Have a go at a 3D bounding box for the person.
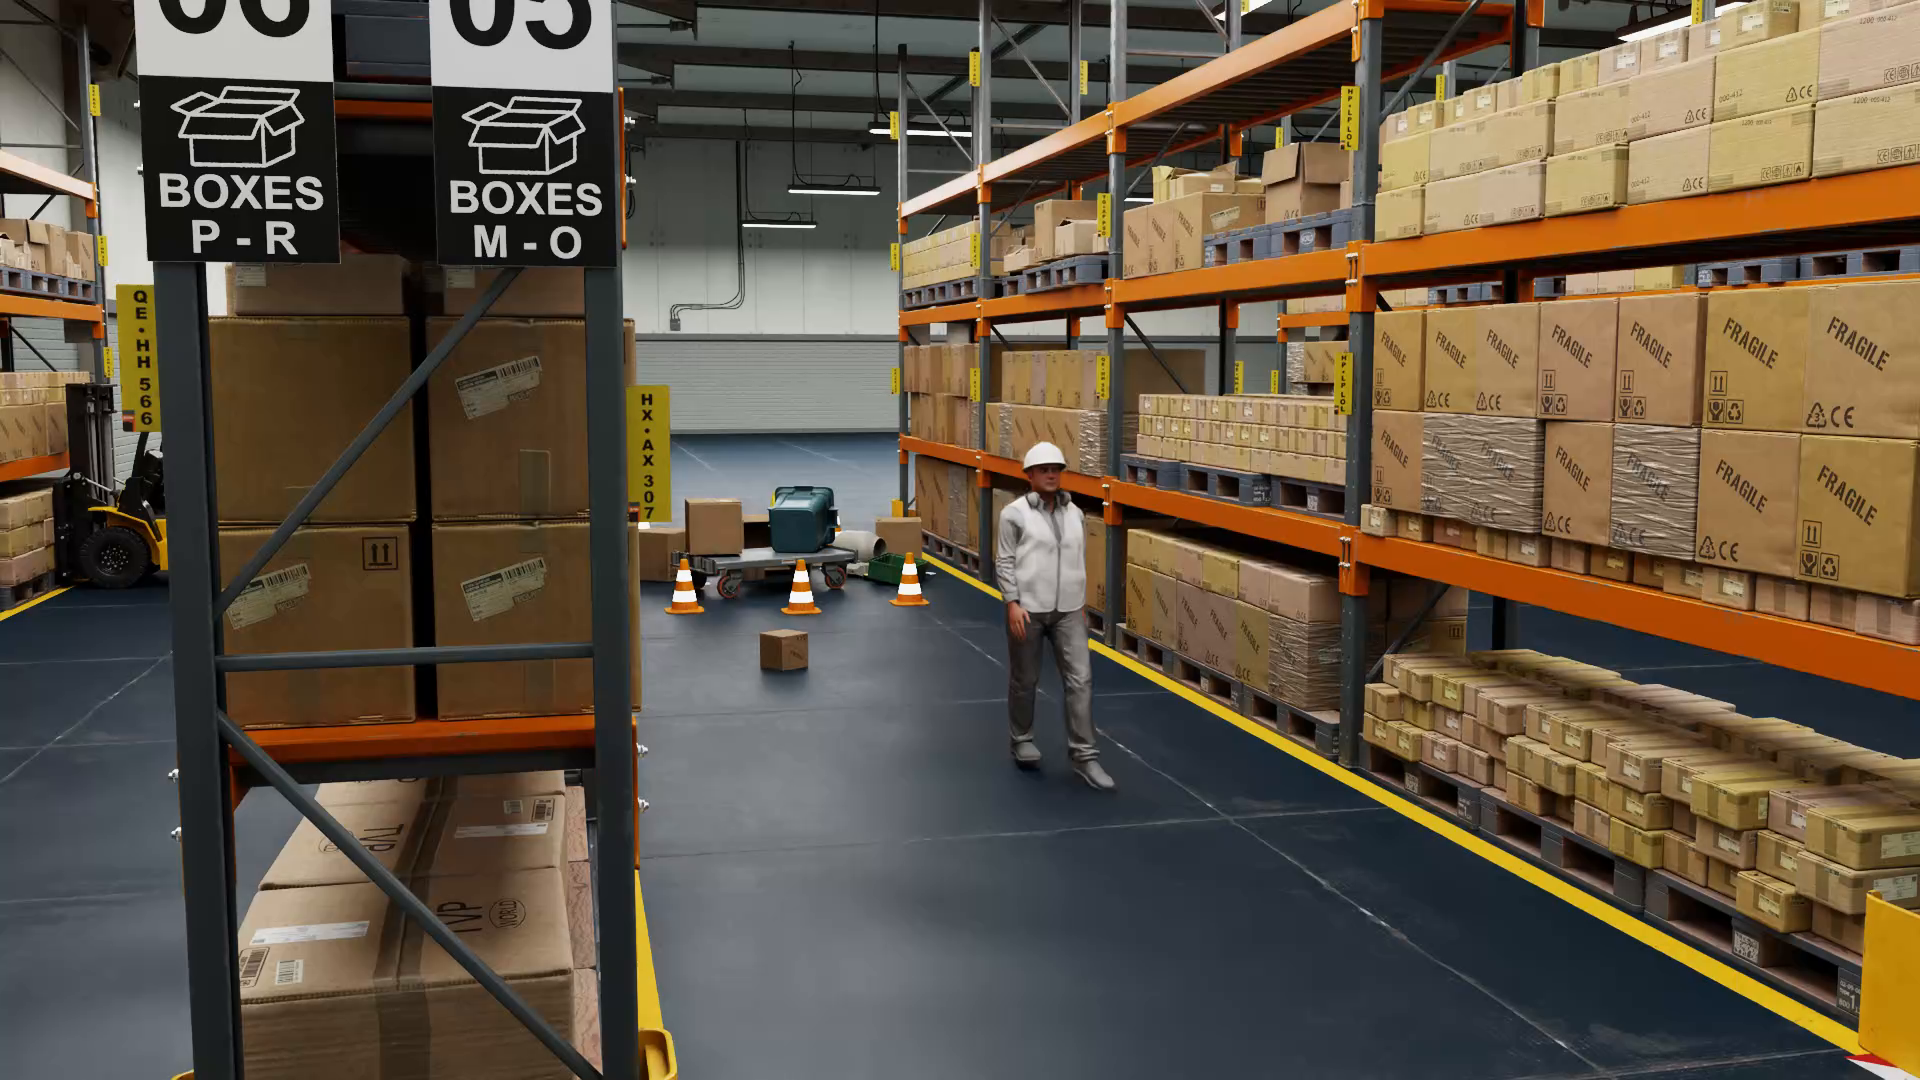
[{"bbox_3d":[0.474,0.375,8.767,0.570,1.770,0.858,-2,6,-19],"label":"person"}]
